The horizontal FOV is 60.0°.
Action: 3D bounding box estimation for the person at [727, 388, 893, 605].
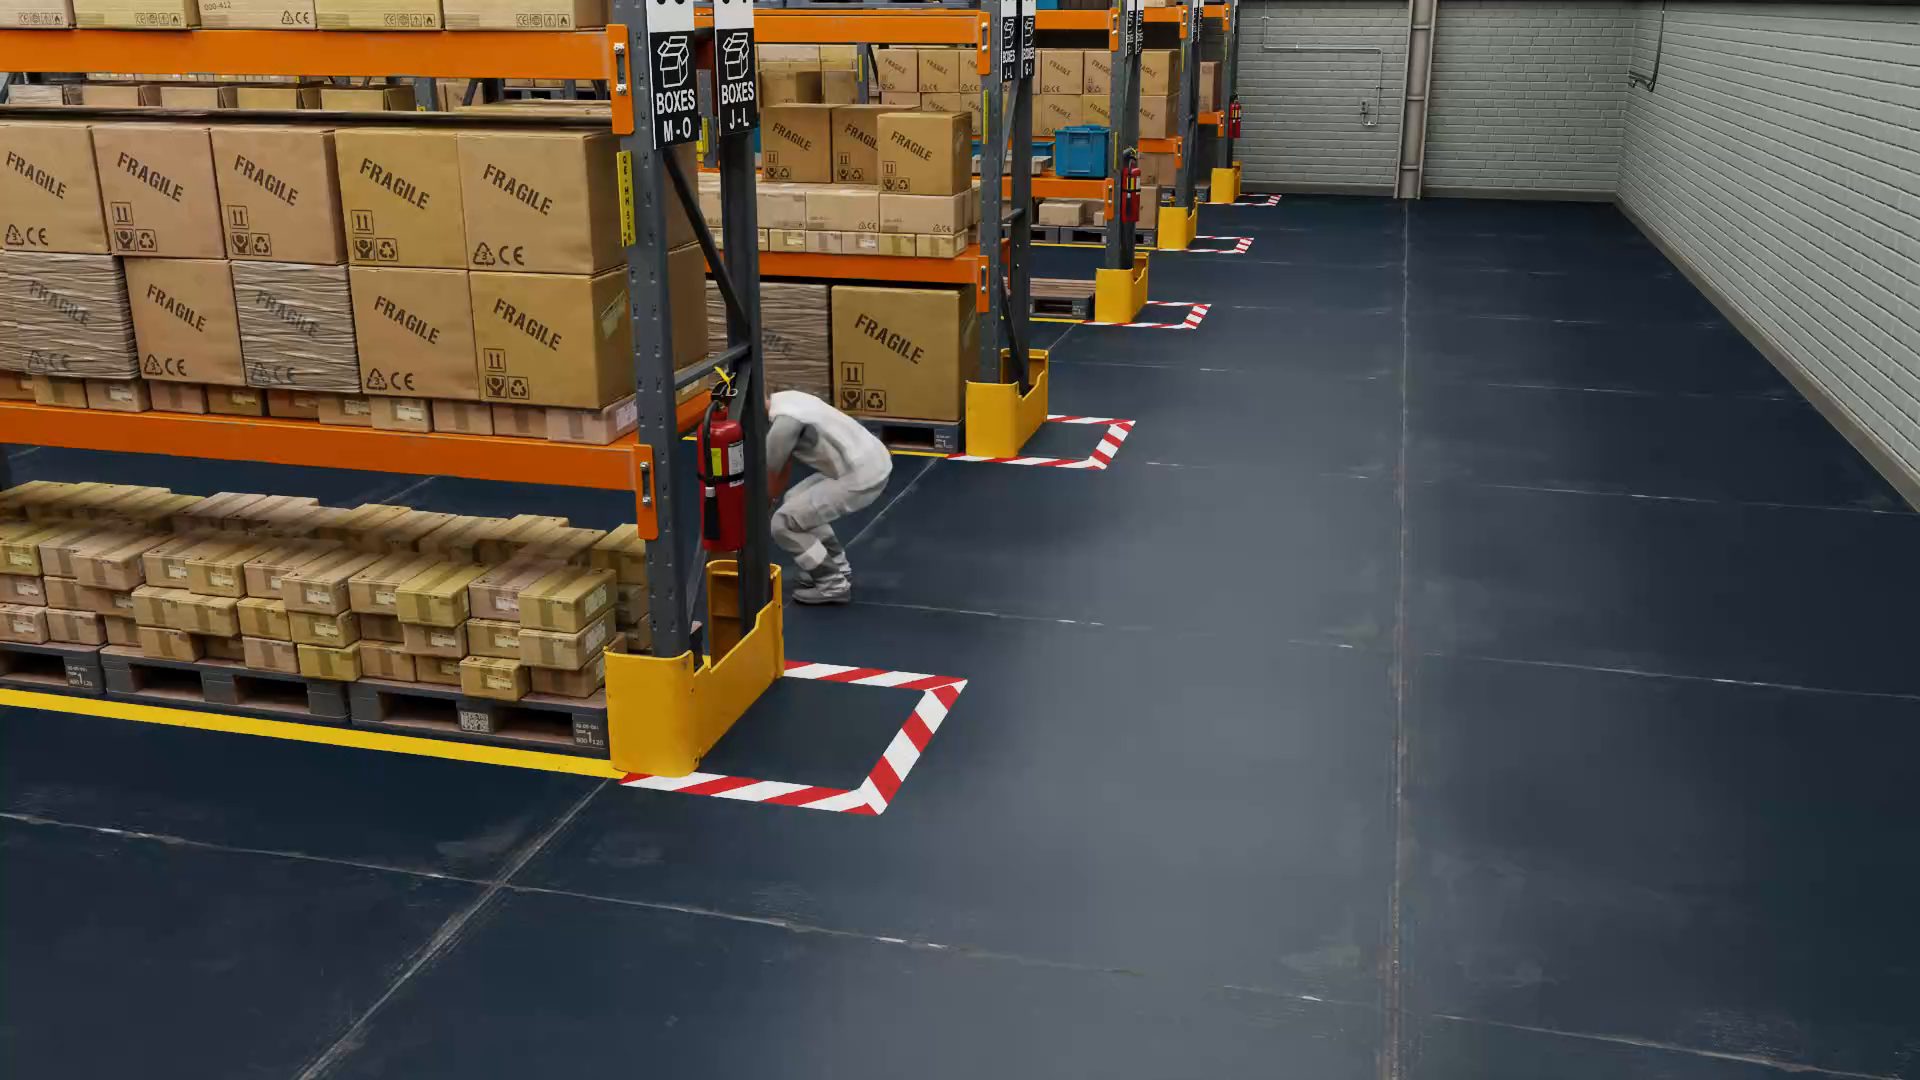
[{"bbox_3d":[-0.772,-0.269,8.339,0.852,1.172,0.580,2,18,7],"label":"person"}]
